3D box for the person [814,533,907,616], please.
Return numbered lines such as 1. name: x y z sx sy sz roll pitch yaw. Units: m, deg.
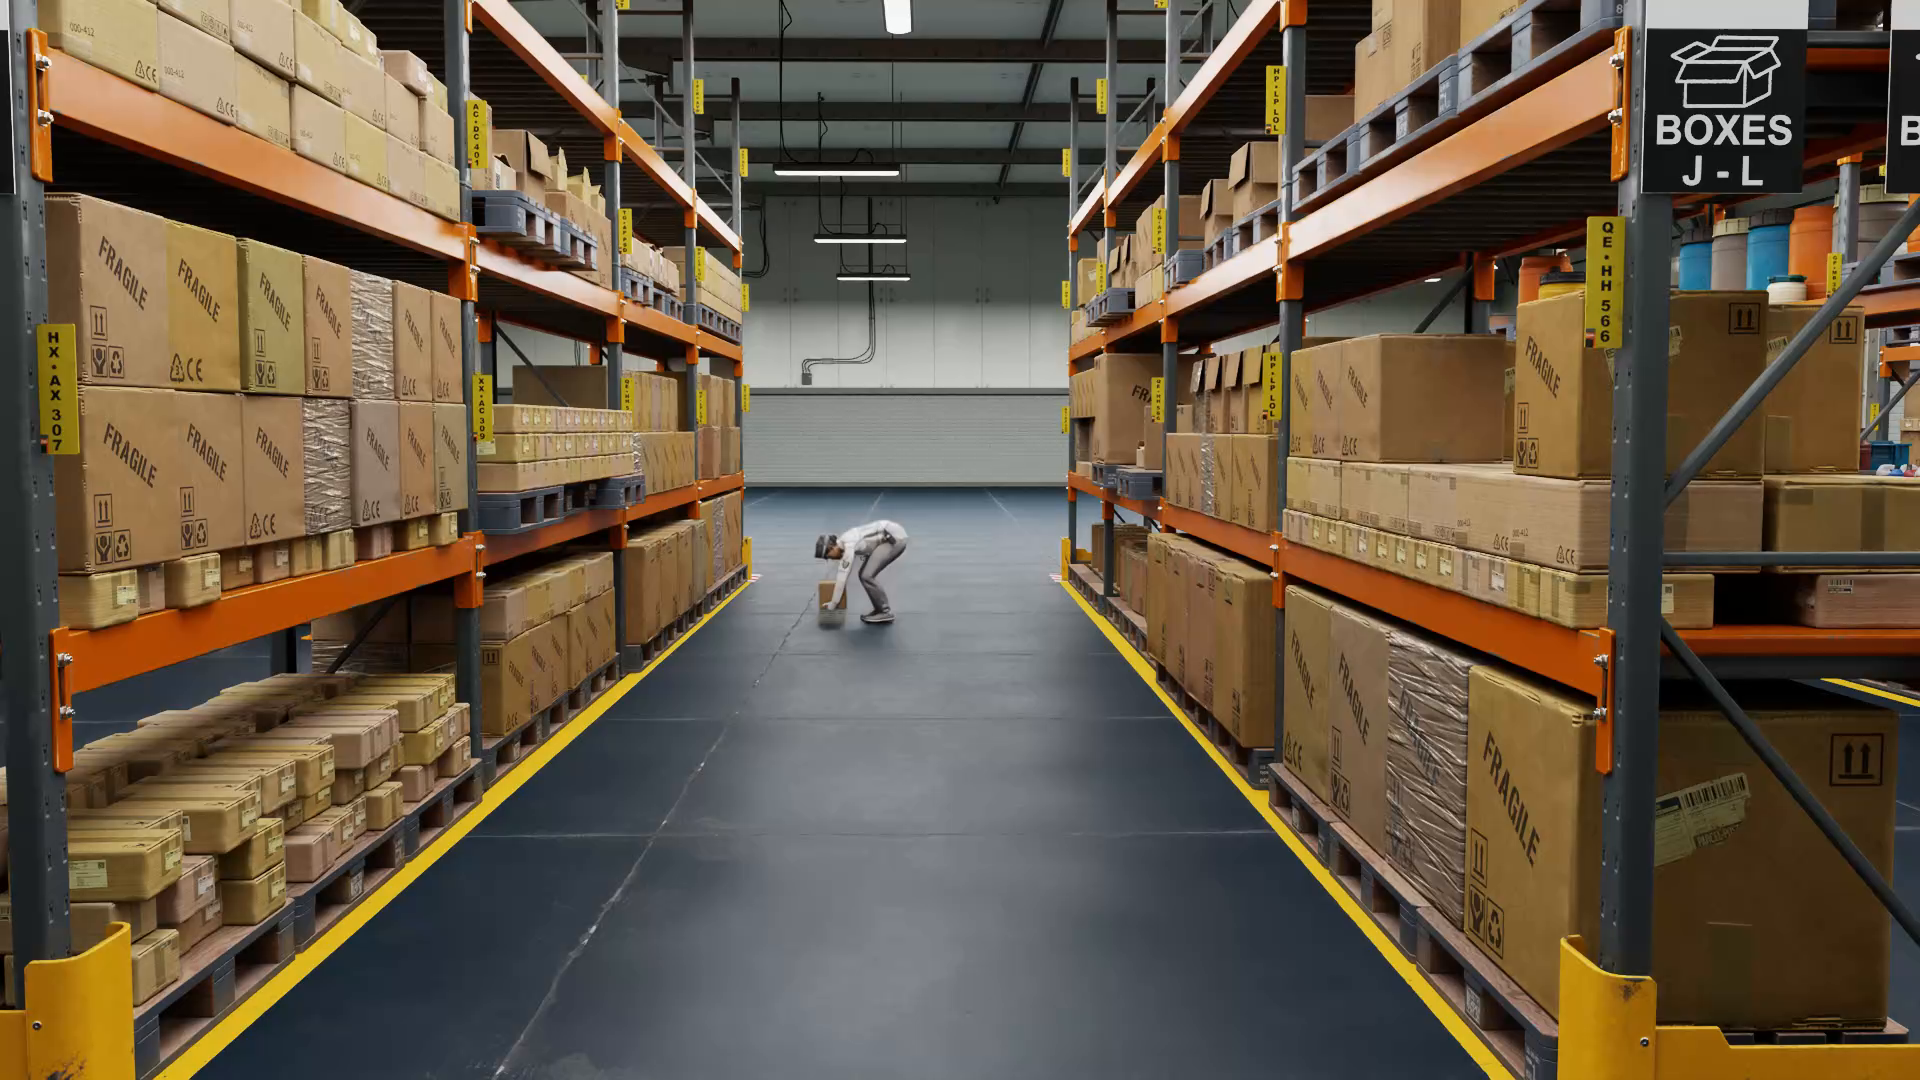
1. person: -0.948 0.292 15.818 0.880 0.829 0.441 0 4 -4
